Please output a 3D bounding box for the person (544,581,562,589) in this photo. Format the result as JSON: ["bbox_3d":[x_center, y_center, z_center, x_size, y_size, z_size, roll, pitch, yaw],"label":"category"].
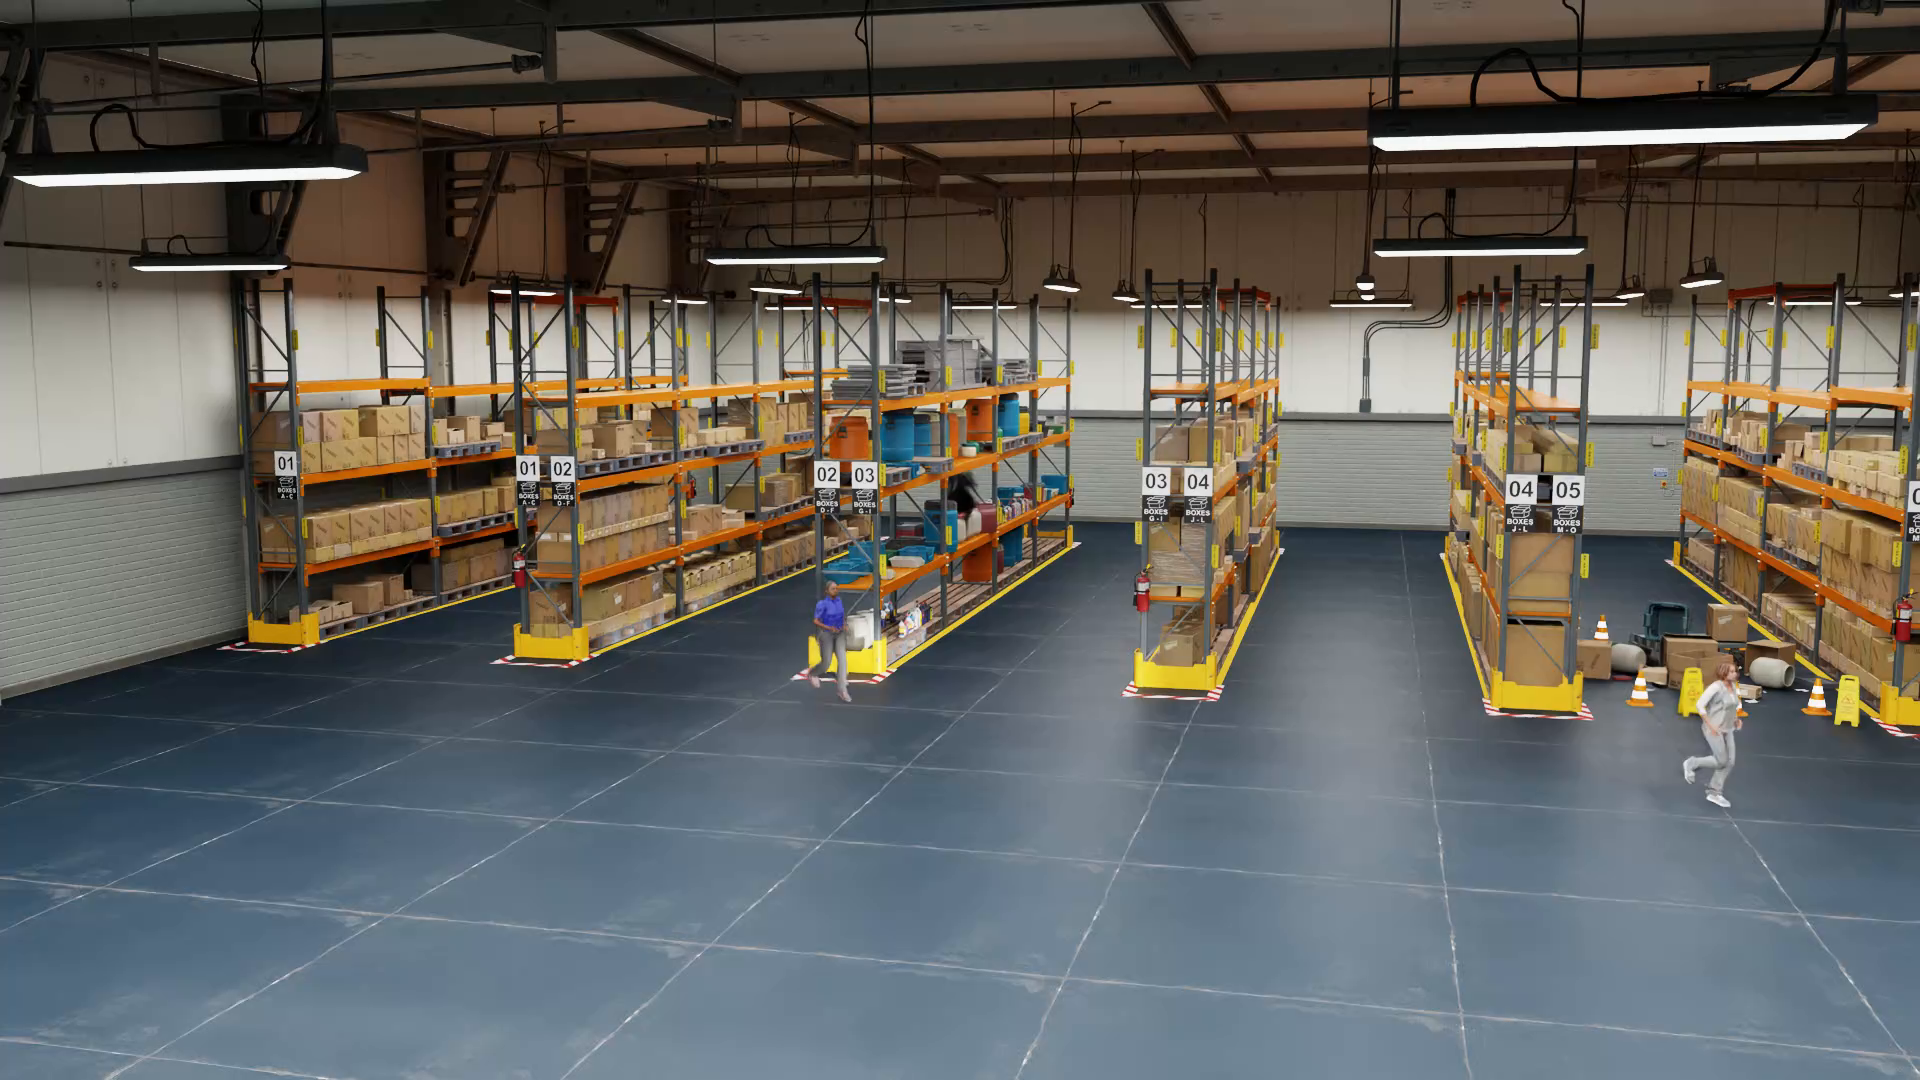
[{"bbox_3d":[-7.383,0.509,30.312,0.610,1.694,0.840,2,7,17],"label":"person"}]

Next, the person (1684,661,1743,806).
[{"bbox_3d":[8.215,2.078,18.130,0.559,1.566,0.567,-4,8,-33],"label":"person"}]

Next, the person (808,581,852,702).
[{"bbox_3d":[-1.826,1.396,23.378,0.576,1.670,0.891,-6,9,-40],"label":"person"}]
